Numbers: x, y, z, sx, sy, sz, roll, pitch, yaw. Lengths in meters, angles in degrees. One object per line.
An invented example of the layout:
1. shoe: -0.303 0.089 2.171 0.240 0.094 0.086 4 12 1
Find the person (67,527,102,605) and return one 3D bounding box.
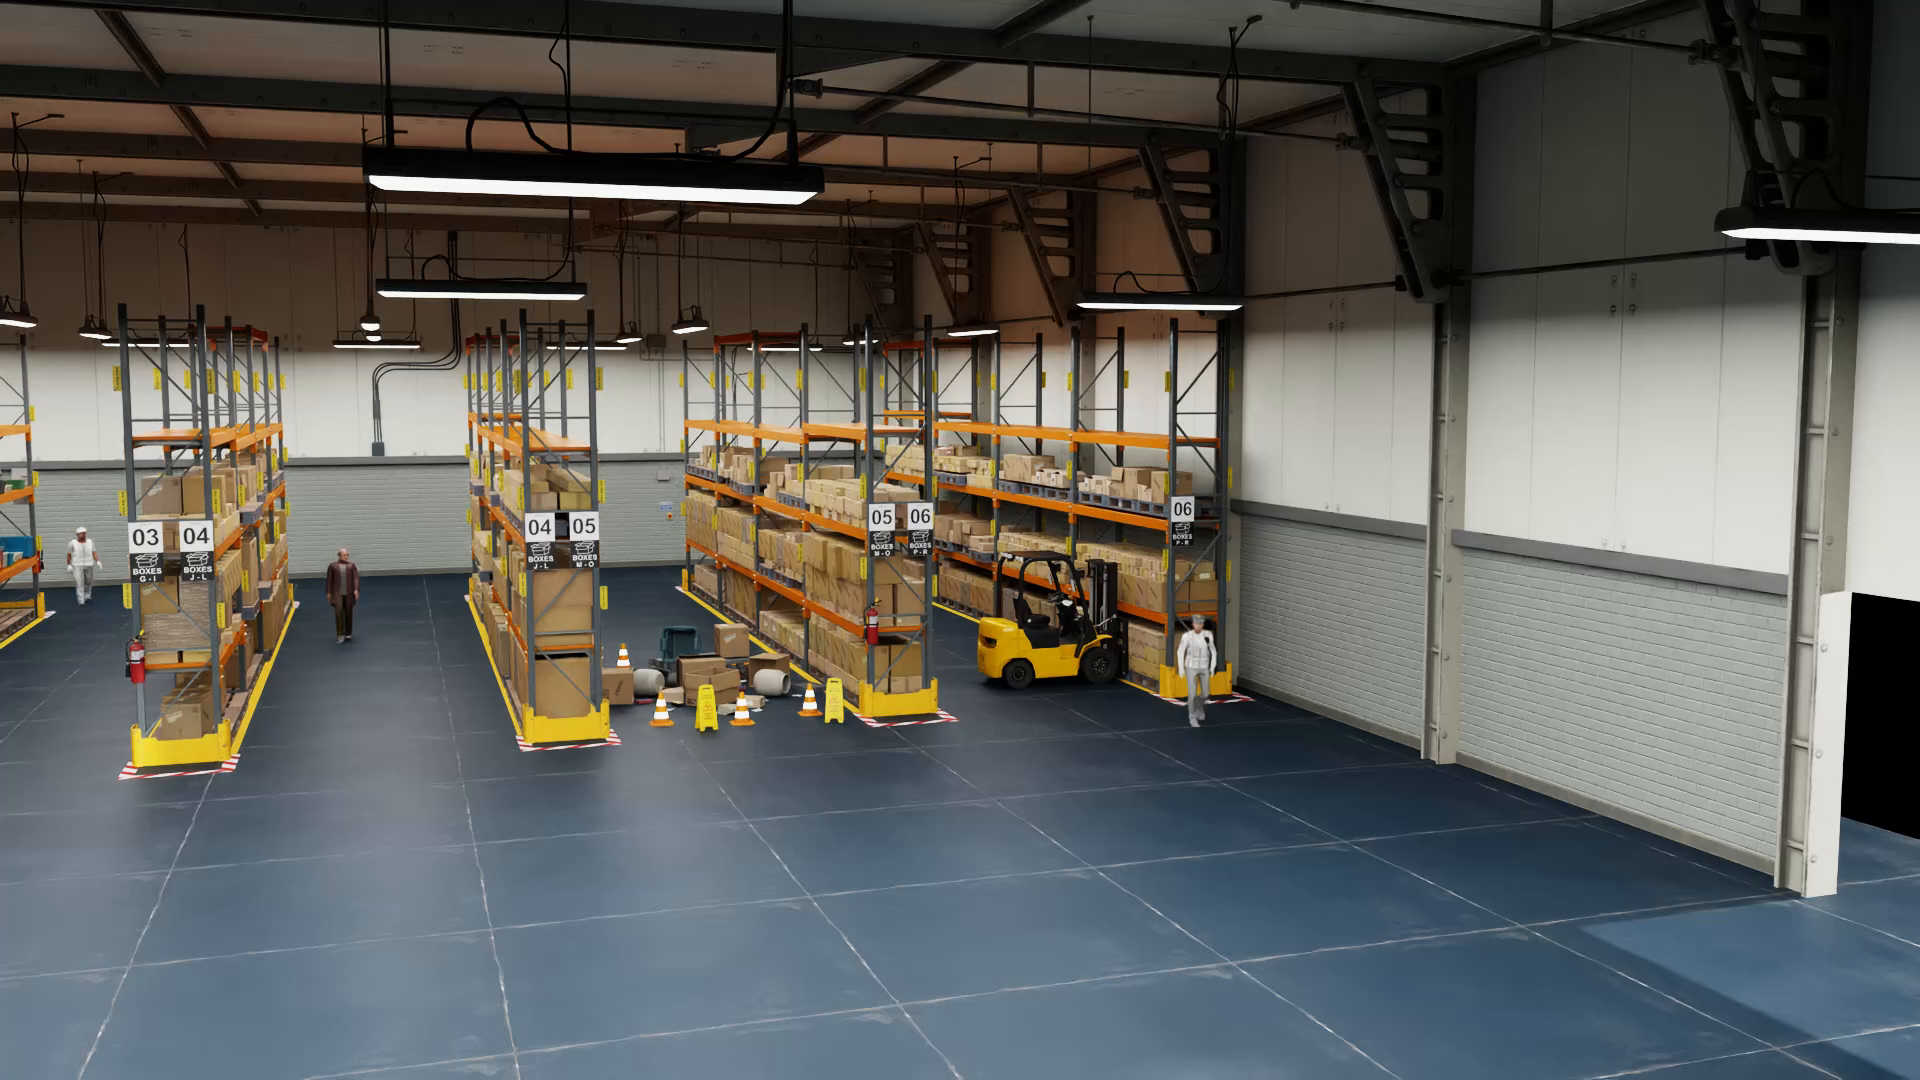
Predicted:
1. person: -19.724 0.572 37.447 0.674 1.738 1.087 -4 6 -33

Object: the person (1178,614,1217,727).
1. person: 3.466 1.876 24.377 0.560 1.661 0.557 0 5 -5

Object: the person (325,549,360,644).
1. person: -11.926 1.084 32.192 0.620 1.794 0.800 -3 6 -29
